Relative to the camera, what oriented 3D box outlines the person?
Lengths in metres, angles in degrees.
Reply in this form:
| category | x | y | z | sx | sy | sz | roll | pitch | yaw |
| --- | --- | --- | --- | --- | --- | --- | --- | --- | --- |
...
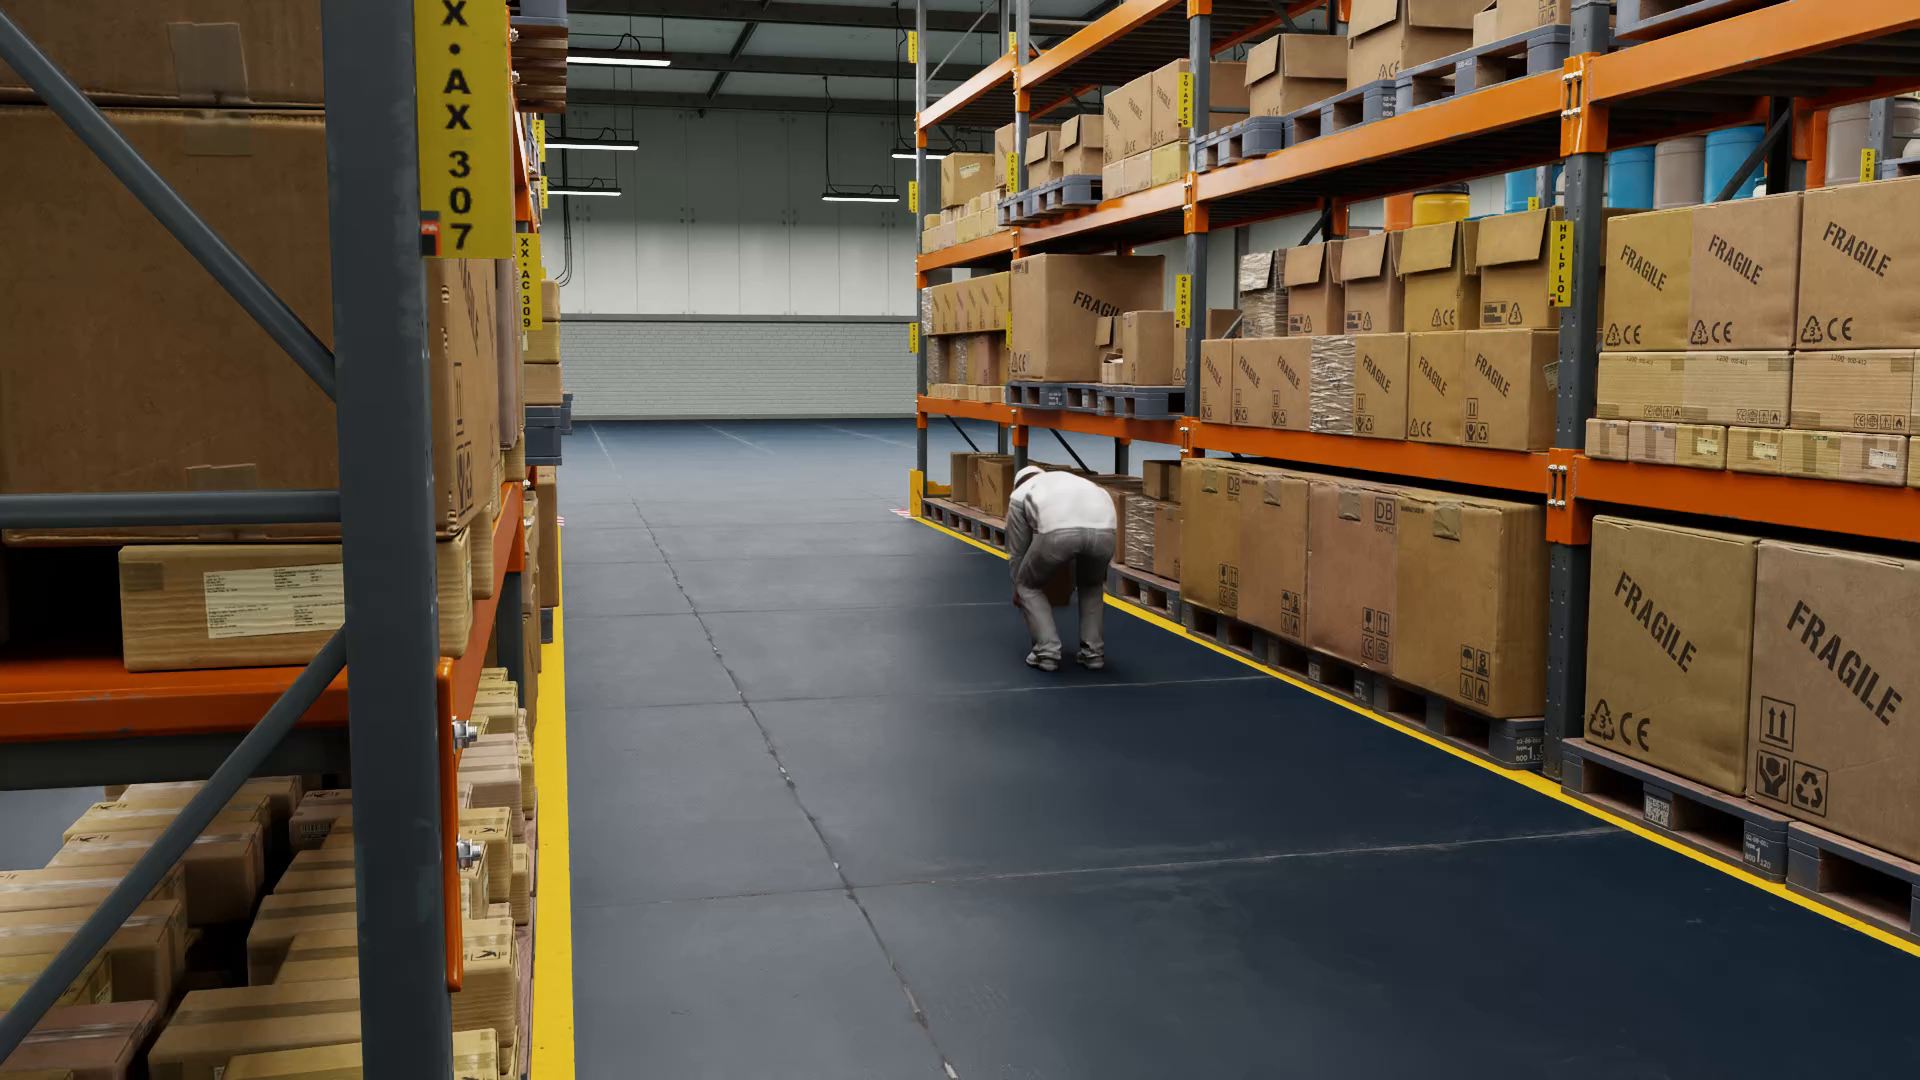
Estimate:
| category | x | y | z | sx | sy | sz | roll | pitch | yaw |
| --- | --- | --- | --- | --- | --- | --- | --- | --- | --- |
| person | 0.532 | 0.143 | 9.290 | 0.506 | 1.071 | 0.997 | -2 | 6 | -16 |
